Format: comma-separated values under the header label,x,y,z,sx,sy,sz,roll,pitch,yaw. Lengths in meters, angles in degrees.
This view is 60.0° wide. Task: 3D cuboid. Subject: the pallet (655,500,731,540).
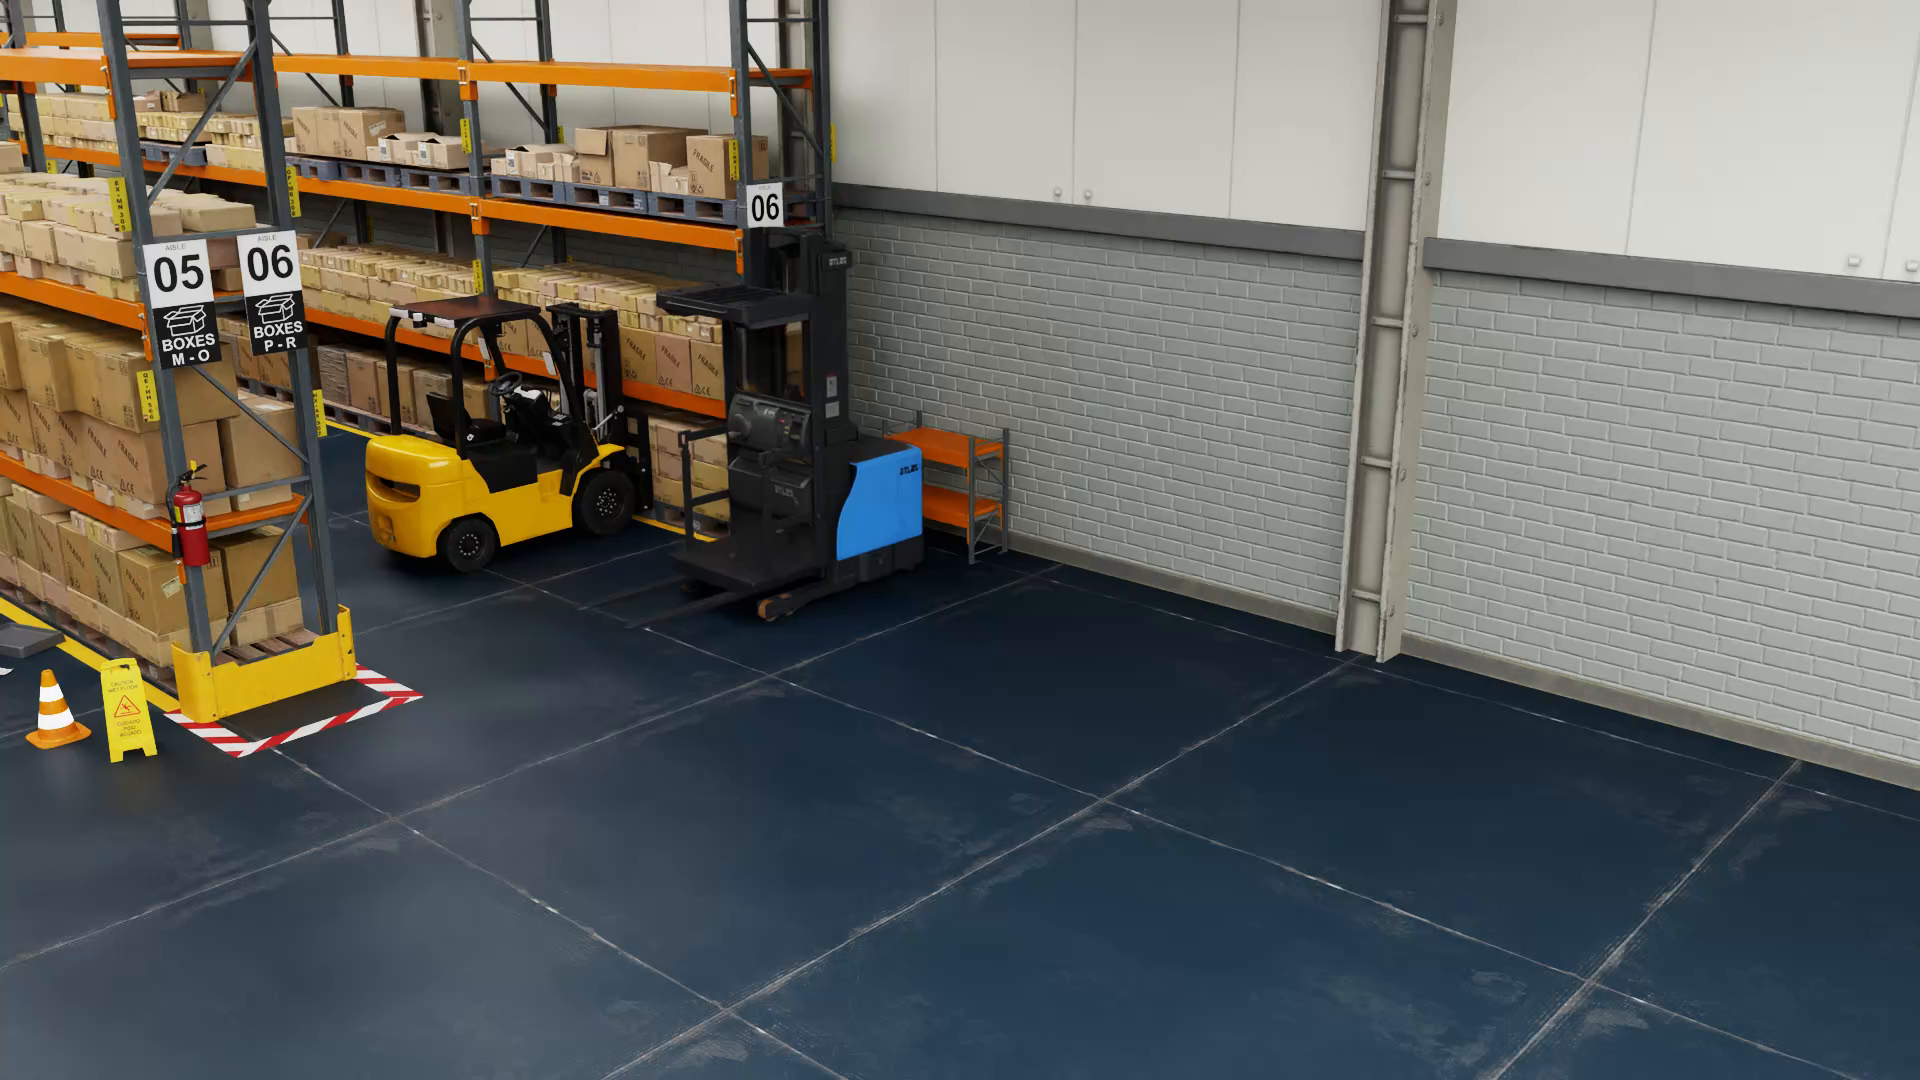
label,x,y,z,sx,sy,sz,roll,pitch,yaw
pallet,-2.100,-0.274,15.627,1.213,0.211,1.003,15,23,39

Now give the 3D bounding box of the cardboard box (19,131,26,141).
label,x,y,z,sx,sy,sz,roll,pitch,yaw
cardboard box,-13.383,-5.865,24.091,0.250,0.149,0.380,16,23,40

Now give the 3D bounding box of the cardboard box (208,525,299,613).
label,x,y,z,sx,sy,sz,roll,pitch,yaw
cardboard box,-5.230,0.188,12.171,0.500,0.500,0.500,14,22,37

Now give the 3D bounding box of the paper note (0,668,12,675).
label,x,y,z,sx,sy,sz,roll,pitch,yaw
paper note,-6.974,0.953,12.059,0.148,0.019,0.142,7,19,21

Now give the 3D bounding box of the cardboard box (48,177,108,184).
label,x,y,z,sx,sy,sz,roll,pitch,yaw
cardboard box,-6.740,-2.685,12.751,0.250,0.149,0.380,16,24,41

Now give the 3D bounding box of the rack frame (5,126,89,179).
label,x,y,z,sx,sy,sz,roll,pitch,yaw
rack frame,-13.467,-4.672,24.874,0.127,3.000,1.000,15,23,39

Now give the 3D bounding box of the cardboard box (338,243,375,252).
label,x,y,z,sx,sy,sz,roll,pitch,yaw
cardboard box,-7.106,-3.403,19.638,0.250,0.149,0.380,16,24,41

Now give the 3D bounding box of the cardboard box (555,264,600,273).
label,x,y,z,sx,sy,sz,roll,pitch,yaw
cardboard box,-3.892,-2.706,16.949,0.250,0.149,0.380,14,23,38

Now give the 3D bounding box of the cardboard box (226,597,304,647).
label,x,y,z,sx,sy,sz,roll,pitch,yaw
cardboard box,-5.211,0.550,12.270,0.500,0.250,0.500,15,23,39

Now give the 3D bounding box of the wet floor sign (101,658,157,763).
label,x,y,z,sx,sy,sz,roll,pitch,yaw
wet floor sign,-5.360,1.067,10.683,0.267,0.644,0.232,-9,20,-27

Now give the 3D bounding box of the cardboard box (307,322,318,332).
label,x,y,z,sx,sy,sz,roll,pitch,yaw
cardboard box,-8.087,-2.650,20.869,0.250,0.149,0.380,15,23,40

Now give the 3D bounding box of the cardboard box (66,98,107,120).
label,x,y,z,sx,sy,sz,roll,pitch,yaw
cardboard box,-11.771,-5.858,22.581,0.500,0.250,0.500,16,23,40

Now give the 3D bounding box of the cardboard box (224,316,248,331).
label,x,y,z,sx,sy,sz,roll,pitch,yaw
cardboard box,-9.144,-2.759,21.212,0.250,0.149,0.380,15,23,39

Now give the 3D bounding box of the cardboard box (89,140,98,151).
label,x,y,z,sx,sy,sz,roll,pitch,yaw
cardboard box,-11.497,-5.340,22.436,0.250,0.149,0.380,15,23,39

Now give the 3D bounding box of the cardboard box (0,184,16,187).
label,x,y,z,sx,sy,sz,roll,pitch,yaw
cardboard box,-7.180,-2.532,12.270,0.250,0.149,0.380,15,23,39

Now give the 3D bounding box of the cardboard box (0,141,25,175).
label,x,y,z,sx,sy,sz,roll,pitch,yaw
cardboard box,-8.334,-3.241,14.134,0.500,0.250,0.500,14,23,38

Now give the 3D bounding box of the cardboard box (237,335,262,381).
label,x,y,z,sx,sy,sz,roll,pitch,yaw
cardboard box,-8.703,-2.318,20.895,0.500,0.500,0.500,16,24,42

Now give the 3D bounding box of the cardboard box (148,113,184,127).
label,x,y,z,sx,sy,sz,roll,pitch,yaw
cardboard box,-9.924,-5.265,20.849,0.250,0.149,0.380,15,23,38

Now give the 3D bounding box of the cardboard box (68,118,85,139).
label,x,y,z,sx,sy,sz,roll,pitch,yaw
cardboard box,-11.773,-5.616,22.648,0.500,0.250,0.500,16,23,40

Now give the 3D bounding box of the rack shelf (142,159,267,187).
label,x,y,z,sx,sy,sz,roll,pitch,yaw
rack shelf,-8.979,-4.554,20.733,4.000,0.370,1.077,15,23,39

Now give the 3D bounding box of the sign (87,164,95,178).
label,x,y,z,sx,sy,sz,roll,pitch,yaw
sign,-13.083,-5.496,25.034,0.005,0.325,0.100,15,23,39

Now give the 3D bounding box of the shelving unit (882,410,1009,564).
label,x,y,z,sx,sy,sz,roll,pitch,yaw
shelving unit,-0.135,-0.485,14.779,1.048,1.125,0.538,15,23,39

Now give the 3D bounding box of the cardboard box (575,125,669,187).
label,x,y,z,sx,sy,sz,roll,pitch,yaw
cardboard box,-3.104,-3.574,15.426,0.637,0.503,0.797,16,24,41

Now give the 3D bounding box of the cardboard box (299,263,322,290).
label,x,y,z,sx,sy,sz,roll,pitch,yaw
cardboard box,-7.330,-3.082,19.287,0.500,0.250,0.500,15,23,39

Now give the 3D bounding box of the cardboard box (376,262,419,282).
label,x,y,z,sx,sy,sz,roll,pitch,yaw
cardboard box,-6.119,-2.923,18.126,0.250,0.149,0.380,14,23,38

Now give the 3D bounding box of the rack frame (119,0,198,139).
label,x,y,z,sx,sy,sz,roll,pitch,yaw
rack frame,-10.475,-6.728,21.436,0.127,3.000,1.000,15,23,39

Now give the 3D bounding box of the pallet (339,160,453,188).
label,x,y,z,sx,sy,sz,roll,pitch,yaw
pallet,-6.078,-4.065,18.316,1.213,0.211,1.003,16,24,42

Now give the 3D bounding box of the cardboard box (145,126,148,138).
label,x,y,z,sx,sy,sz,roll,pitch,yaw
cardboard box,-10.091,-5.188,21.097,0.250,0.149,0.380,15,23,40

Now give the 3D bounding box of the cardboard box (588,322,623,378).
label,x,y,z,sx,sy,sz,roll,pitch,yaw
cardboard box,-3.191,-1.854,15.829,0.500,0.500,0.500,15,23,40

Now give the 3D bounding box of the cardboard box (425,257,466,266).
label,x,y,z,sx,sy,sz,roll,pitch,yaw
cardboard box,-5.721,-3.055,18.542,0.250,0.149,0.380,15,23,40

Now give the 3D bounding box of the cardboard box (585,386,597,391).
label,x,y,z,sx,sy,sz,roll,pitch,yaw
cardboard box,-3.606,-1.475,17.000,0.500,0.250,0.500,15,23,38

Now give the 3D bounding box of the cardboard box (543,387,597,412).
label,x,y,z,sx,sy,sz,roll,pitch,yaw
cardboard box,-3.962,-1.356,16.623,0.500,0.250,0.500,15,23,39

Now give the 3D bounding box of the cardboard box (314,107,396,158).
label,x,y,z,sx,sy,sz,roll,pitch,yaw
cardboard box,-6.659,-4.512,18.385,0.500,0.500,0.700,14,23,38

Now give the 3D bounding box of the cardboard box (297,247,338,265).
label,x,y,z,sx,sy,sz,roll,pitch,yaw
cardboard box,-7.440,-3.292,19.288,0.250,0.149,0.380,16,24,41

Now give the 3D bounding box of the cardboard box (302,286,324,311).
label,x,y,z,sx,sy,sz,roll,pitch,yaw
cardboard box,-7.314,-2.850,19.380,0.500,0.250,0.500,15,23,39

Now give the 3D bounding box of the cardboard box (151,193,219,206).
label,x,y,z,sx,sy,sz,roll,pitch,yaw
cardboard box,-5.406,-2.322,11.606,0.250,0.149,0.380,15,23,39

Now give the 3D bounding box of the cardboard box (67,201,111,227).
label,x,y,z,sx,sy,sz,roll,pitch,yaw
cardboard box,-5.767,-2.197,11.214,0.250,0.149,0.380,15,23,40

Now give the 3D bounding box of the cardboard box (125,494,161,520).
label,x,y,z,sx,sy,sz,roll,pitch,yaw
cardboard box,-5.477,-0.268,11.414,0.250,0.149,0.380,15,23,39

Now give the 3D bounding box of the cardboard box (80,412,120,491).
label,x,y,z,sx,sy,sz,roll,pitch,yaw
cardboard box,-5.752,-0.673,11.617,0.500,0.500,0.500,15,23,39

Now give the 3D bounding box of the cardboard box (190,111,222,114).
label,x,y,z,sx,sy,sz,roll,pitch,yaw
cardboard box,-9.584,-5.385,21.227,0.250,0.149,0.380,16,24,41

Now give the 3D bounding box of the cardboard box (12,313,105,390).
label,x,y,z,sx,sy,sz,roll,pitch,yaw
cardboard box,-6.423,-1.369,12.156,0.500,0.500,0.700,15,23,39

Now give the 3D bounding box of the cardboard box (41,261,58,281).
label,x,y,z,sx,sy,sz,roll,pitch,yaw
cardboard box,-6.183,-1.917,11.651,0.250,0.149,0.380,14,22,38

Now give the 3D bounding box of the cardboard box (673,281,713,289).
label,x,y,z,sx,sy,sz,roll,pitch,yaw
cardboard box,-2.509,-2.359,15.857,0.250,0.149,0.380,14,23,38

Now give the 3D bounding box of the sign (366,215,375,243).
label,x,y,z,sx,sy,sz,roll,pitch,yaw
sign,-7.117,-3.744,20.035,0.005,0.325,0.100,15,23,39

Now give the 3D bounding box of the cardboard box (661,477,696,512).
label,x,y,z,sx,sy,sz,roll,pitch,yaw
cardboard box,-2.427,-0.474,15.497,0.500,0.250,0.500,15,23,39

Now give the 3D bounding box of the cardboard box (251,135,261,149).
label,x,y,z,sx,sy,sz,roll,pitch,yaw
cardboard box,-8.089,-4.687,19.552,0.250,0.149,0.380,14,23,38

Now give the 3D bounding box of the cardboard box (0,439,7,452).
label,x,y,z,sx,sy,sz,roll,pitch,yaw
cardboard box,-7.318,-0.798,13.082,0.250,0.149,0.380,15,23,39

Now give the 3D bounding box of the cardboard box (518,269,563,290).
label,x,y,z,sx,sy,sz,roll,pitch,yaw
cardboard box,-4.183,-2.602,16.622,0.250,0.149,0.380,15,23,40

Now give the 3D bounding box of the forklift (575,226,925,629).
label,x,y,z,sx,sy,sz,roll,pitch,yaw
forklift,-1.677,-0.935,13.211,1.130,2.935,3.031,16,23,40

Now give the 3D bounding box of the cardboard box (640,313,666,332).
label,x,y,z,sx,sy,sz,roll,pitch,yaw
cardboard box,-2.718,-2.028,15.306,0.250,0.149,0.380,14,22,38

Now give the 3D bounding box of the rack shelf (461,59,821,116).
label,x,y,z,sx,sy,sz,roll,pitch,yaw
rack shelf,-2.996,-4.187,15.278,4.000,0.370,1.077,15,23,39

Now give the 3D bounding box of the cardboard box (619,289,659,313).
label,x,y,z,sx,sy,sz,roll,pitch,yaw
cardboard box,-2.929,-2.216,15.405,0.250,0.149,0.380,16,23,40

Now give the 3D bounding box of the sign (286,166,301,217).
label,x,y,z,sx,sy,sz,roll,pitch,yaw
sign,-4.432,-2.305,11.011,0.005,0.325,0.100,15,23,39

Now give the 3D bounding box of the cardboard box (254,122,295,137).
label,x,y,z,sx,sy,sz,roll,pitch,yaw
cardboard box,-7.937,-4.758,19.283,0.250,0.149,0.380,16,24,41

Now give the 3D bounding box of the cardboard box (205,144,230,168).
label,x,y,z,sx,sy,sz,roll,pitch,yaw
cardboard box,-8.779,-4.673,20.167,0.500,0.250,0.500,15,23,39

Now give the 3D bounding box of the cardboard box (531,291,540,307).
label,x,y,z,sx,sy,sz,roll,pitch,yaw
cardboard box,-4.020,-2.398,16.472,0.250,0.149,0.380,15,23,39
